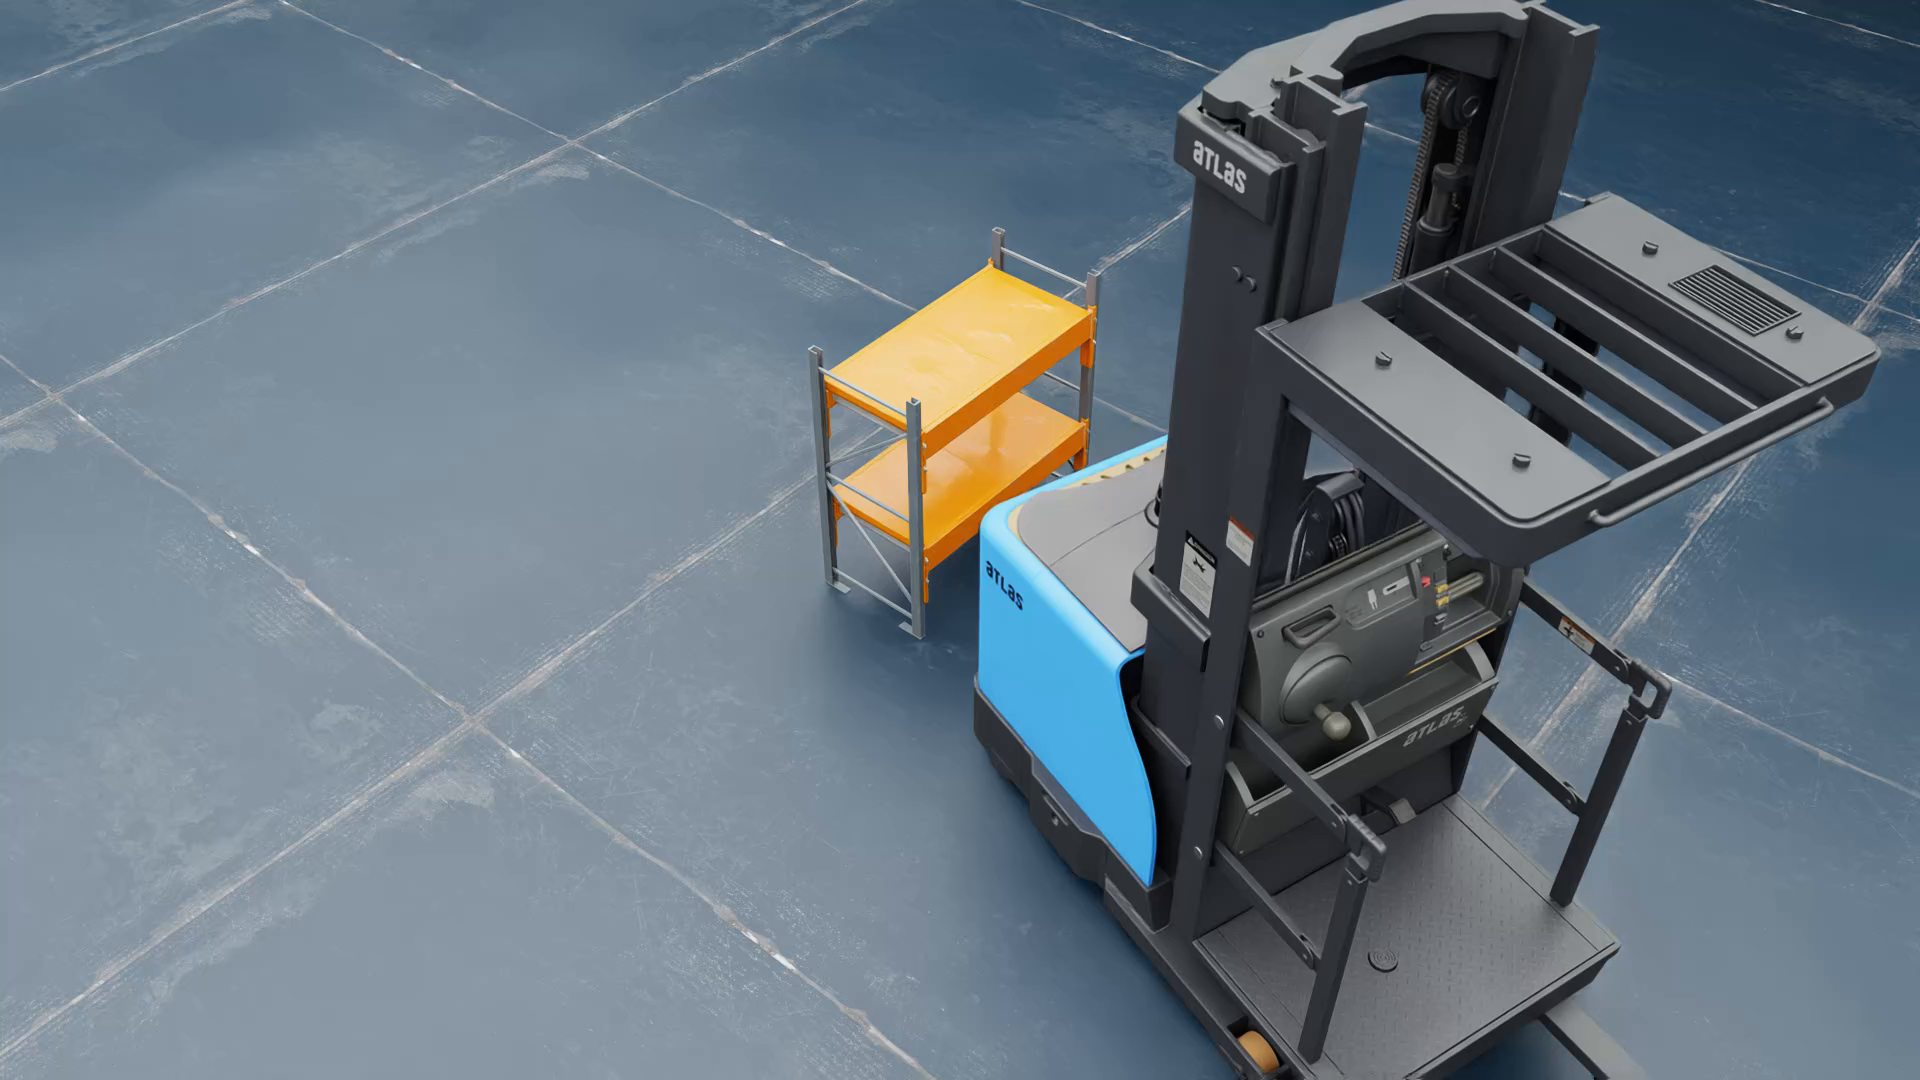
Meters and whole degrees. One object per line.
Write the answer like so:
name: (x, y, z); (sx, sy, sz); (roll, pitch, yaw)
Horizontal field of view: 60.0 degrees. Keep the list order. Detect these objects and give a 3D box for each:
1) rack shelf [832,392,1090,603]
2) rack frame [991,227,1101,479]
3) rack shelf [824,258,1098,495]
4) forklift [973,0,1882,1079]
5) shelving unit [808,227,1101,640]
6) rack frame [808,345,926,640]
rack shelf: (-0.004, -0.232, 6.532); (0.538, 0.278, 1.000); (29, 50, 28)
rack frame: (0.323, -0.674, 6.656); (0.500, 1.125, 0.032); (29, 50, 28)
rack shelf: (-0.004, -0.629, 6.171); (0.538, 0.278, 1.000); (29, 50, 28)
forklift: (1.251, 0.291, 4.251); (1.130, 2.935, 3.031); (-23, 47, -23)
shelving unit: (-0.004, -0.413, 6.368); (0.538, 1.125, 1.048); (29, 50, 28)
rack frame: (-0.332, -0.151, 6.080); (0.500, 1.125, 0.032); (29, 50, 28)
